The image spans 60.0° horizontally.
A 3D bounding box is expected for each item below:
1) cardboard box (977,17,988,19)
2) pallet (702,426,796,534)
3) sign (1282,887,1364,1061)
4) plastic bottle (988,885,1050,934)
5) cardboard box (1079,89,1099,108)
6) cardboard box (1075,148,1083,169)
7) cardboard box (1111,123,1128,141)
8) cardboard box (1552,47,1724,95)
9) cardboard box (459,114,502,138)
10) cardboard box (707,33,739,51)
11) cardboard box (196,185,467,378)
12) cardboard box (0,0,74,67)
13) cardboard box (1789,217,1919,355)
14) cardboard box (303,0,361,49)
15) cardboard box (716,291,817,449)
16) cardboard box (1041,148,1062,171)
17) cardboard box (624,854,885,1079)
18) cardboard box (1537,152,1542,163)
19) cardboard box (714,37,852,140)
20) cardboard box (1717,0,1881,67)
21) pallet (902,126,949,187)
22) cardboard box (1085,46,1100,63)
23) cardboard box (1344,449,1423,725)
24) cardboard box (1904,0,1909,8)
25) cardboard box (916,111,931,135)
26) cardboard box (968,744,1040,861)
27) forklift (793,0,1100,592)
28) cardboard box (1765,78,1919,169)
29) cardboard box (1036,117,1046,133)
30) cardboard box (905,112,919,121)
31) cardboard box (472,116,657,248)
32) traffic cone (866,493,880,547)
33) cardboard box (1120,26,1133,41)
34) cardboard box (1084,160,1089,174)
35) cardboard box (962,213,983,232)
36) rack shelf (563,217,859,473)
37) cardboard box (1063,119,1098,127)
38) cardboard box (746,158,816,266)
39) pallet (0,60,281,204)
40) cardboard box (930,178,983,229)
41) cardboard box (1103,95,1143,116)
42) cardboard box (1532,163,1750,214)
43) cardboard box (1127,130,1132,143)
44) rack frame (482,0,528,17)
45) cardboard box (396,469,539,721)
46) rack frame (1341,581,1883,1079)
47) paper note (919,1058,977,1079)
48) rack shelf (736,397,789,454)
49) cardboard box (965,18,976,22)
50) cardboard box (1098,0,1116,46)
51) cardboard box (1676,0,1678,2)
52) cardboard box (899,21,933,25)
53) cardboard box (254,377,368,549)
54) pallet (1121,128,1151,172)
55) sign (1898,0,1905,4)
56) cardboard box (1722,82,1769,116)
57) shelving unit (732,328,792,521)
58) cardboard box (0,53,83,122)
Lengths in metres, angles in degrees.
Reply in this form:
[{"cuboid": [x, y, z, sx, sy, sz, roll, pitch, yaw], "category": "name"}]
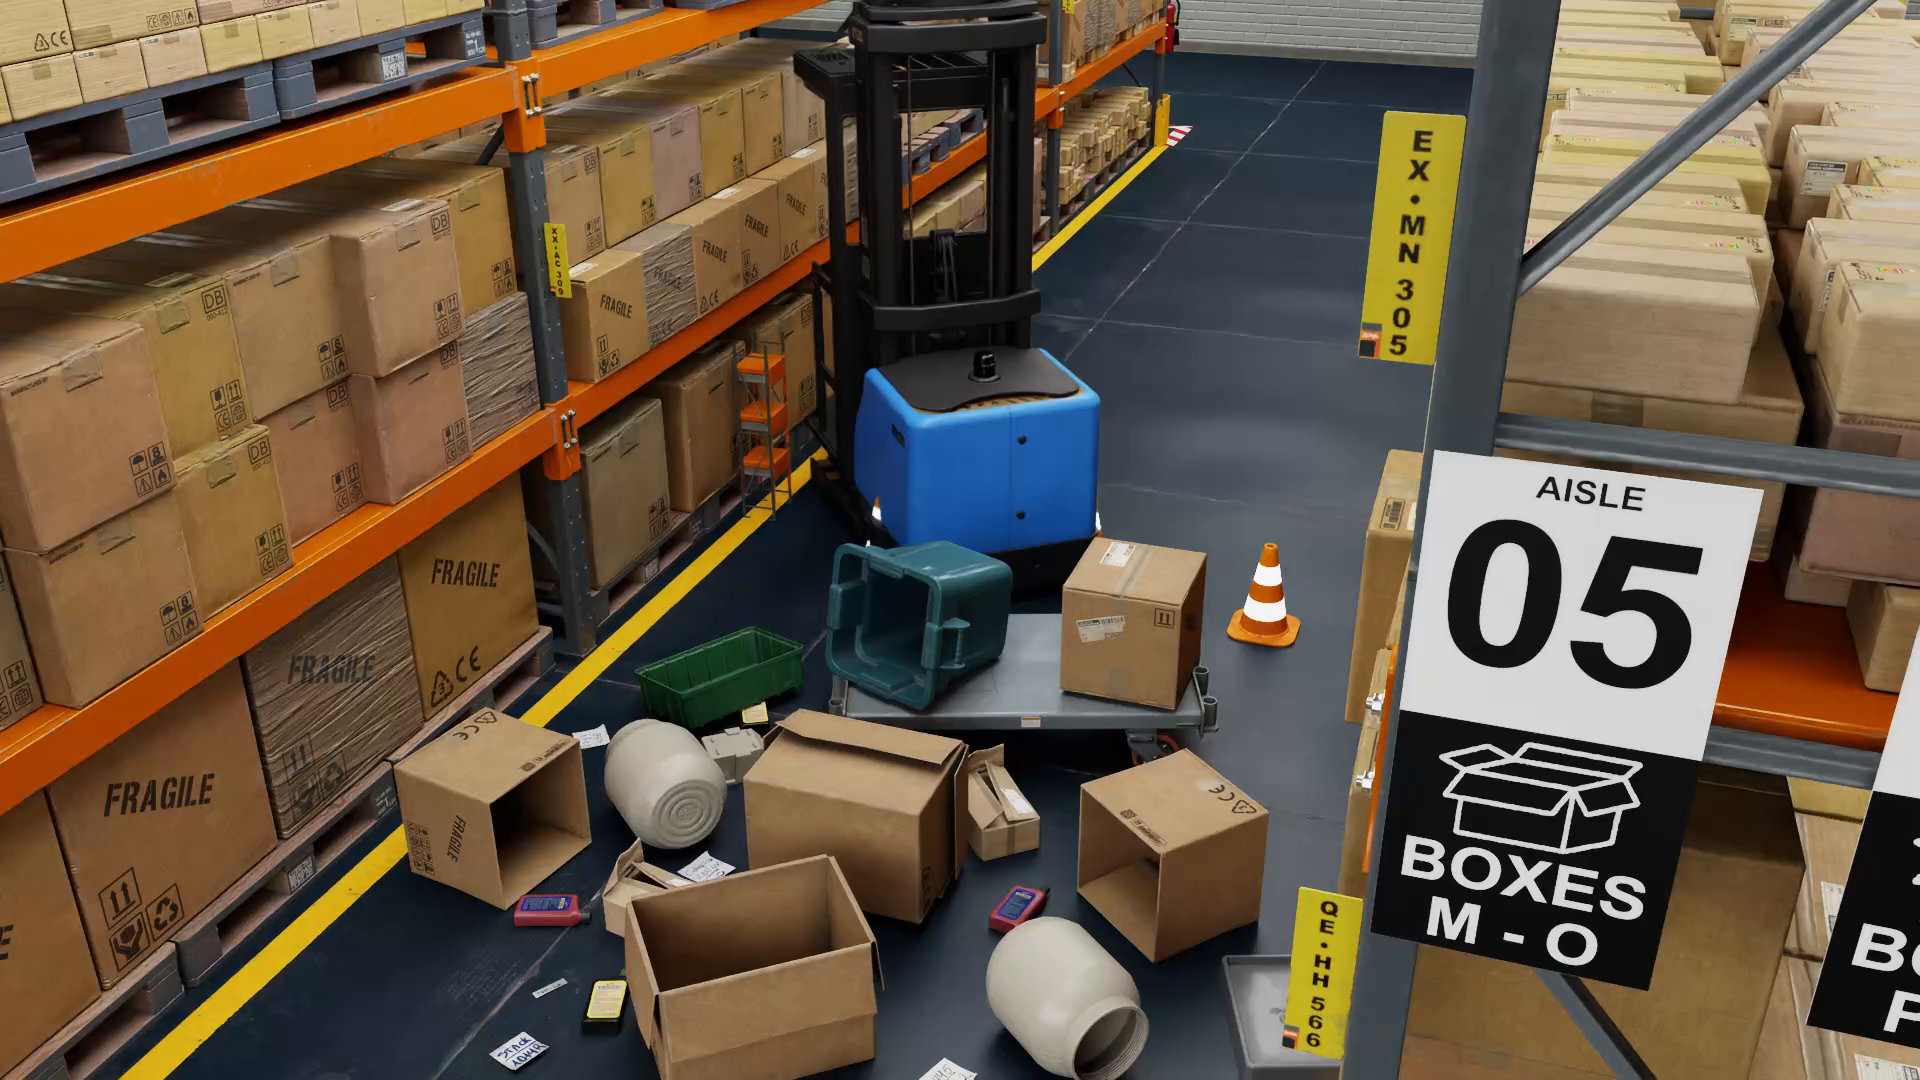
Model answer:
[{"cuboid": [0.351, -4.196, 13.597, 0.380, 0.149, 0.250, 8, 27, 16], "category": "cardboard box"}, {"cuboid": [-1.683, -0.444, 9.925, 1.003, 0.211, 1.213, 9, 27, 17], "category": "pallet"}, {"cuboid": [0.581, 0.700, 2.672, 0.100, 0.325, 0.005, 9, 27, 17], "category": "sign"}, {"cuboid": [0.231, 1.389, 6.311, 0.133, 0.061, 0.283, 14, 29, 26], "category": "plastic bottle"}, {"cuboid": [1.247, -4.677, 17.574, 0.380, 0.149, 0.250, 9, 27, 18], "category": "cardboard box"}, {"cuboid": [0.951, -3.631, 15.756, 0.380, 0.149, 0.250, 7, 27, 15], "category": "cardboard box"}, {"cuboid": [1.483, -4.153, 16.833, 0.380, 0.149, 0.250, 9, 27, 18], "category": "cardboard box"}, {"cuboid": [1.577, -1.055, 3.918, 0.380, 0.149, 0.250, 9, 27, 18], "category": "cardboard box"}, {"cuboid": [-4.745, -3.516, 15.026, 1.225, 0.875, 0.875, 8, 27, 16], "category": "cardboard box"}, {"cuboid": [-3.061, -5.519, 19.162, 0.875, 0.875, 0.875, 9, 27, 17], "category": "cardboard box"}, {"cuboid": [-2.501, -1.032, 6.529, 0.875, 0.550, 0.550, 9, 27, 17], "category": "cardboard box"}, {"cuboid": [-2.866, -1.452, 4.600, 0.500, 0.250, 0.500, 9, 27, 17], "category": "cardboard box"}, {"cuboid": [1.477, -0.366, 2.496, 0.380, 0.149, 0.250, 9, 27, 17], "category": "cardboard box"}, {"cuboid": [-2.346, -1.828, 5.834, 0.380, 0.149, 0.250, 9, 27, 18], "category": "cardboard box"}, {"cuboid": [-1.517, -1.092, 10.162, 1.050, 0.750, 0.750, 9, 27, 18], "category": "cardboard box"}, {"cuboid": [0.699, -3.441, 15.022, 0.380, 0.149, 0.250, 10, 28, 20], "category": "cardboard box"}, {"cuboid": [-0.705, 1.486, 5.603, 0.797, 0.503, 0.637, -9, 27, -18], "category": "cardboard box"}, {"cuboid": [1.351, -0.634, 3.507, 0.500, 0.250, 0.500, 10, 27, 19], "category": "cardboard box"}, {"cuboid": [-1.100, -2.824, 10.379, 0.700, 0.500, 0.500, 9, 27, 17], "category": "cardboard box"}, {"cuboid": [2.344, -1.414, 4.660, 0.380, 0.149, 0.250, 9, 27, 19], "category": "cardboard box"}, {"cuboid": [-0.805, -2.734, 11.675, 1.213, 0.211, 1.003, 9, 27, 17], "category": "pallet"}, {"cuboid": [1.089, -4.551, 15.496, 0.380, 0.149, 0.250, 9, 27, 18], "category": "cardboard box"}, {"cuboid": [1.310, 0.150, 3.895, 0.700, 0.500, 0.500, 8, 27, 17], "category": "cardboard box"}, {"cuboid": [3.001, -1.846, 5.868, 0.500, 0.250, 0.500, 8, 27, 16], "category": "cardboard box"}, {"cuboid": [-0.424, -2.964, 11.736, 0.380, 0.149, 0.250, 10, 28, 20], "category": "cardboard box"}, {"cuboid": [0.134, 1.062, 6.752, 0.258, 0.266, 0.396, -9, 27, -18], "category": "cardboard box"}, {"cuboid": [-0.250, -1.608, 9.208, 1.130, 2.935, 3.031, -9, 27, -17], "category": "forklift"}, {"cuboid": [1.944, -0.881, 3.560, 0.380, 0.149, 0.250, 9, 27, 19], "category": "cardboard box"}, {"cuboid": [0.627, -4.060, 16.300, 0.380, 0.149, 0.250, 8, 27, 16], "category": "cardboard box"}, {"cuboid": [-0.503, -3.003, 11.476, 0.380, 0.149, 0.250, 10, 28, 20], "category": "cardboard box"}, {"cuboid": [-1.944, -1.780, 8.222, 0.700, 0.500, 0.500, 8, 27, 17], "category": "cardboard box"}, {"cuboid": [-0.402, -0.059, 8.840, 0.336, 0.463, 0.334, 9, 27, 17], "category": "traffic cone"}, {"cuboid": [1.513, -5.097, 16.624, 0.380, 0.149, 0.250, 8, 27, 15], "category": "cardboard box"}, {"cuboid": [1.030, -3.611, 16.056, 0.380, 0.149, 0.250, 8, 27, 15], "category": "cardboard box"}, {"cuboid": [-0.135, -2.249, 12.838, 0.500, 0.500, 0.500, 8, 27, 16], "category": "cardboard box"}, {"cuboid": [-1.607, -1.366, 9.456, 1.077, 0.370, 4.000, 9, 27, 17], "category": "rack shelf"}, {"cuboid": [1.125, -3.984, 16.143, 0.380, 0.149, 0.250, 8, 27, 15], "category": "cardboard box"}, {"cuboid": [-1.172, -1.923, 9.665, 0.500, 0.500, 0.500, 8, 27, 17], "category": "cardboard box"}, {"cuboid": [-2.962, -1.344, 5.244, 1.003, 0.211, 1.213, 9, 27, 17], "category": "pallet"}, {"cuboid": [-0.138, -2.572, 12.646, 0.500, 0.250, 0.500, 9, 27, 18], "category": "cardboard box"}, {"cuboid": [1.679, -4.499, 17.207, 0.380, 0.149, 0.250, 8, 27, 16], "category": "cardboard box"}, {"cuboid": [1.121, -0.534, 2.842, 0.380, 0.149, 0.250, 8, 27, 17], "category": "cardboard box"}, {"cuboid": [1.583, -4.243, 17.360, 0.380, 0.149, 0.250, 9, 27, 17], "category": "cardboard box"}, {"cuboid": [-2.273, -3.568, 6.294, 1.000, 3.000, 0.127, 9, 27, 17], "category": "rack frame"}, {"cuboid": [-2.548, 0.147, 7.460, 0.875, 0.875, 0.875, 9, 27, 18], "category": "cardboard box"}, {"cuboid": [1.098, 1.452, 2.810, 1.000, 3.000, 0.127, 9, 27, 17], "category": "rack frame"}, {"cuboid": [-0.041, 1.789, 5.534, 0.148, 0.019, 0.142, 20, 32, 35], "category": "paper note"}, {"cuboid": [-1.109, -0.634, 9.379, 0.215, 0.259, 0.240, 7, 27, 15], "category": "rack shelf"}, {"cuboid": [0.284, -4.575, 14.800, 0.500, 0.500, 0.500, 9, 27, 18], "category": "cardboard box"}, {"cuboid": [1.151, -4.908, 15.489, 0.500, 0.500, 0.500, 8, 27, 16], "category": "cardboard box"}, {"cuboid": [1.957, -1.595, 5.033, 0.380, 0.149, 0.250, 10, 27, 19], "category": "cardboard box"}, {"cuboid": [-0.436, -4.082, 13.362, 0.380, 0.149, 0.250, 8, 27, 17], "category": "cardboard box"}, {"cuboid": [-2.837, -0.348, 6.355, 0.875, 0.550, 0.550, 9, 27, 17], "category": "cardboard box"}, {"cuboid": [1.392, -4.185, 17.651, 1.003, 0.211, 1.213, 9, 27, 17], "category": "pallet"}, {"cuboid": [2.943, -1.699, 5.282, 0.100, 0.325, 0.005, 9, 27, 17], "category": "sign"}, {"cuboid": [2.185, -0.973, 4.206, 0.500, 0.250, 0.500, 8, 27, 17], "category": "cardboard box"}, {"cuboid": [-1.109, -0.644, 9.374, 0.215, 1.050, 0.252, 7, 27, 15], "category": "shelving unit"}, {"cuboid": [-2.767, -1.309, 4.760, 0.380, 0.149, 0.250, 9, 27, 17], "category": "cardboard box"}]
